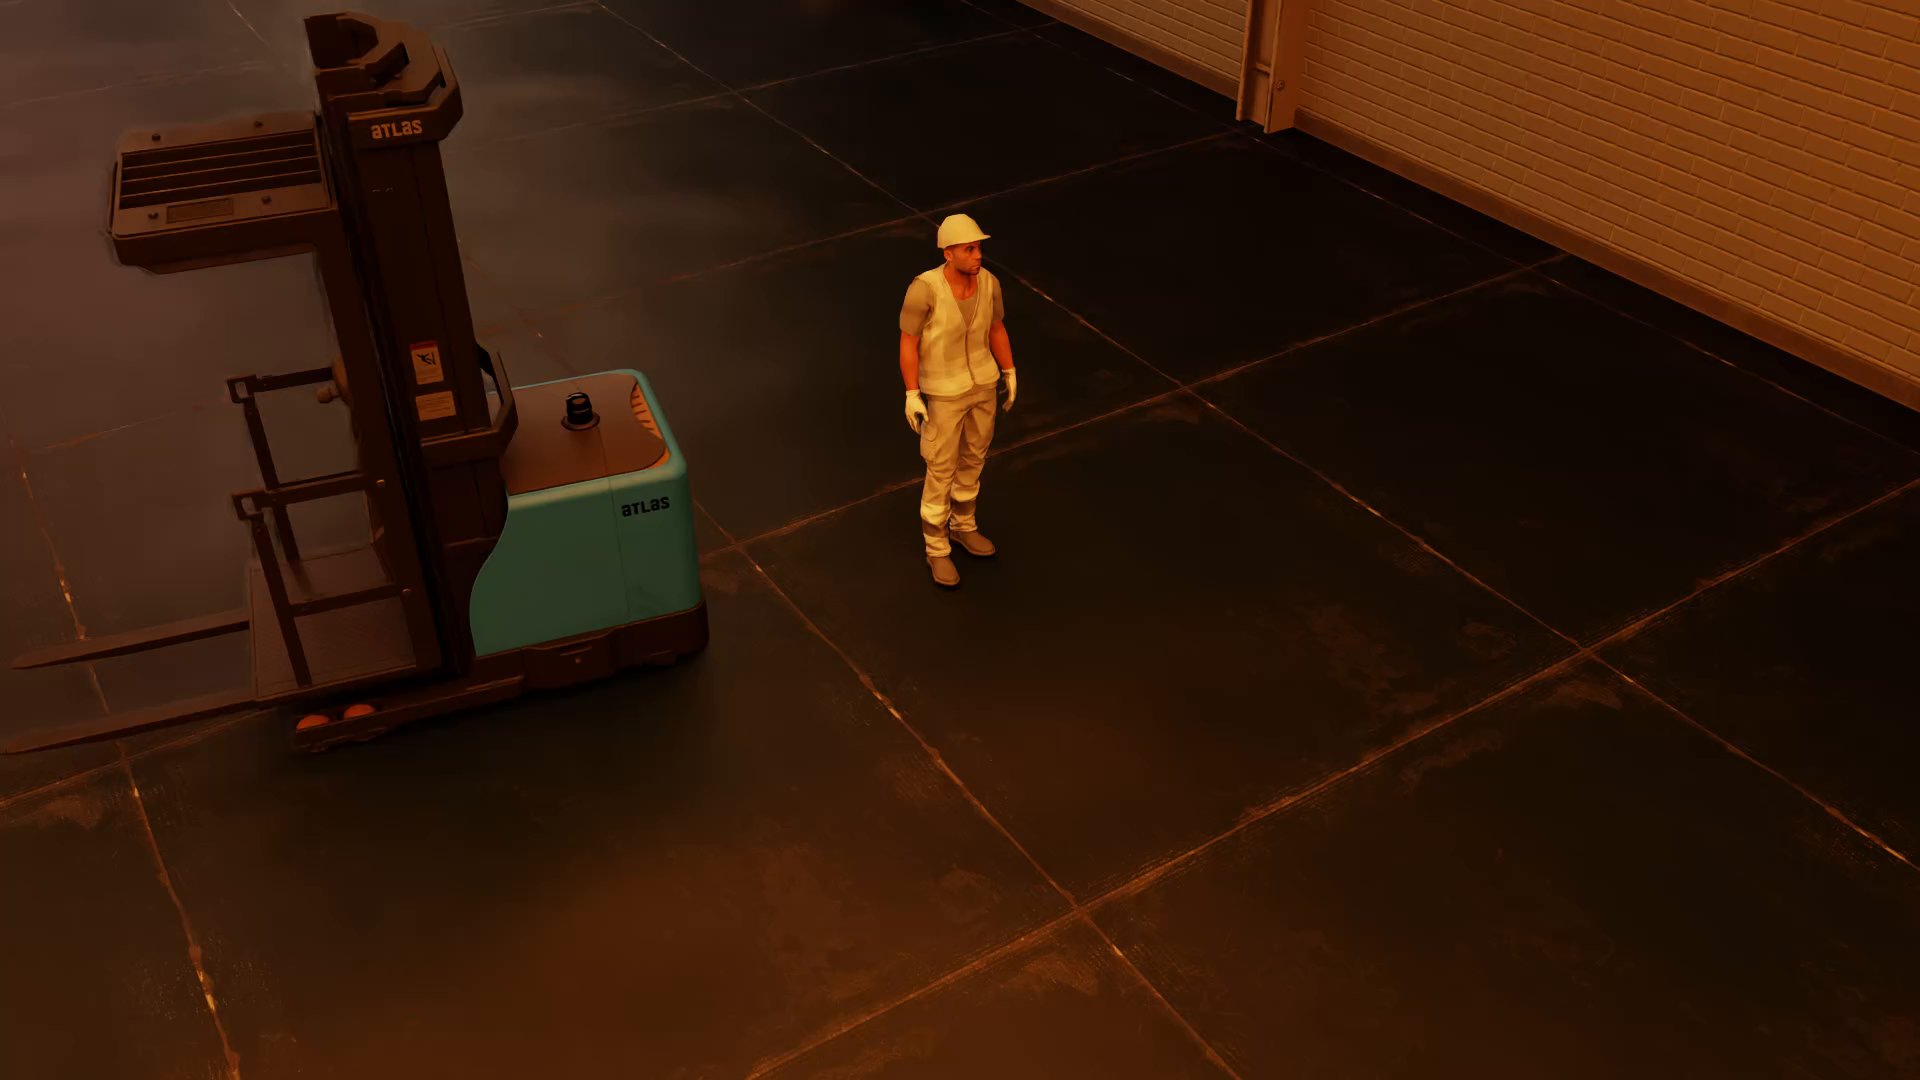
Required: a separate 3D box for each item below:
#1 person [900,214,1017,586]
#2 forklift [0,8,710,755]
[{"bbox_3d":[0.034,-0.695,8.117,0.637,1.790,0.562,-21,40,-27],"label":"person"},{"bbox_3d":[-2.762,-0.605,7.008,3.031,2.935,1.130,-12,37,-17],"label":"forklift"}]
